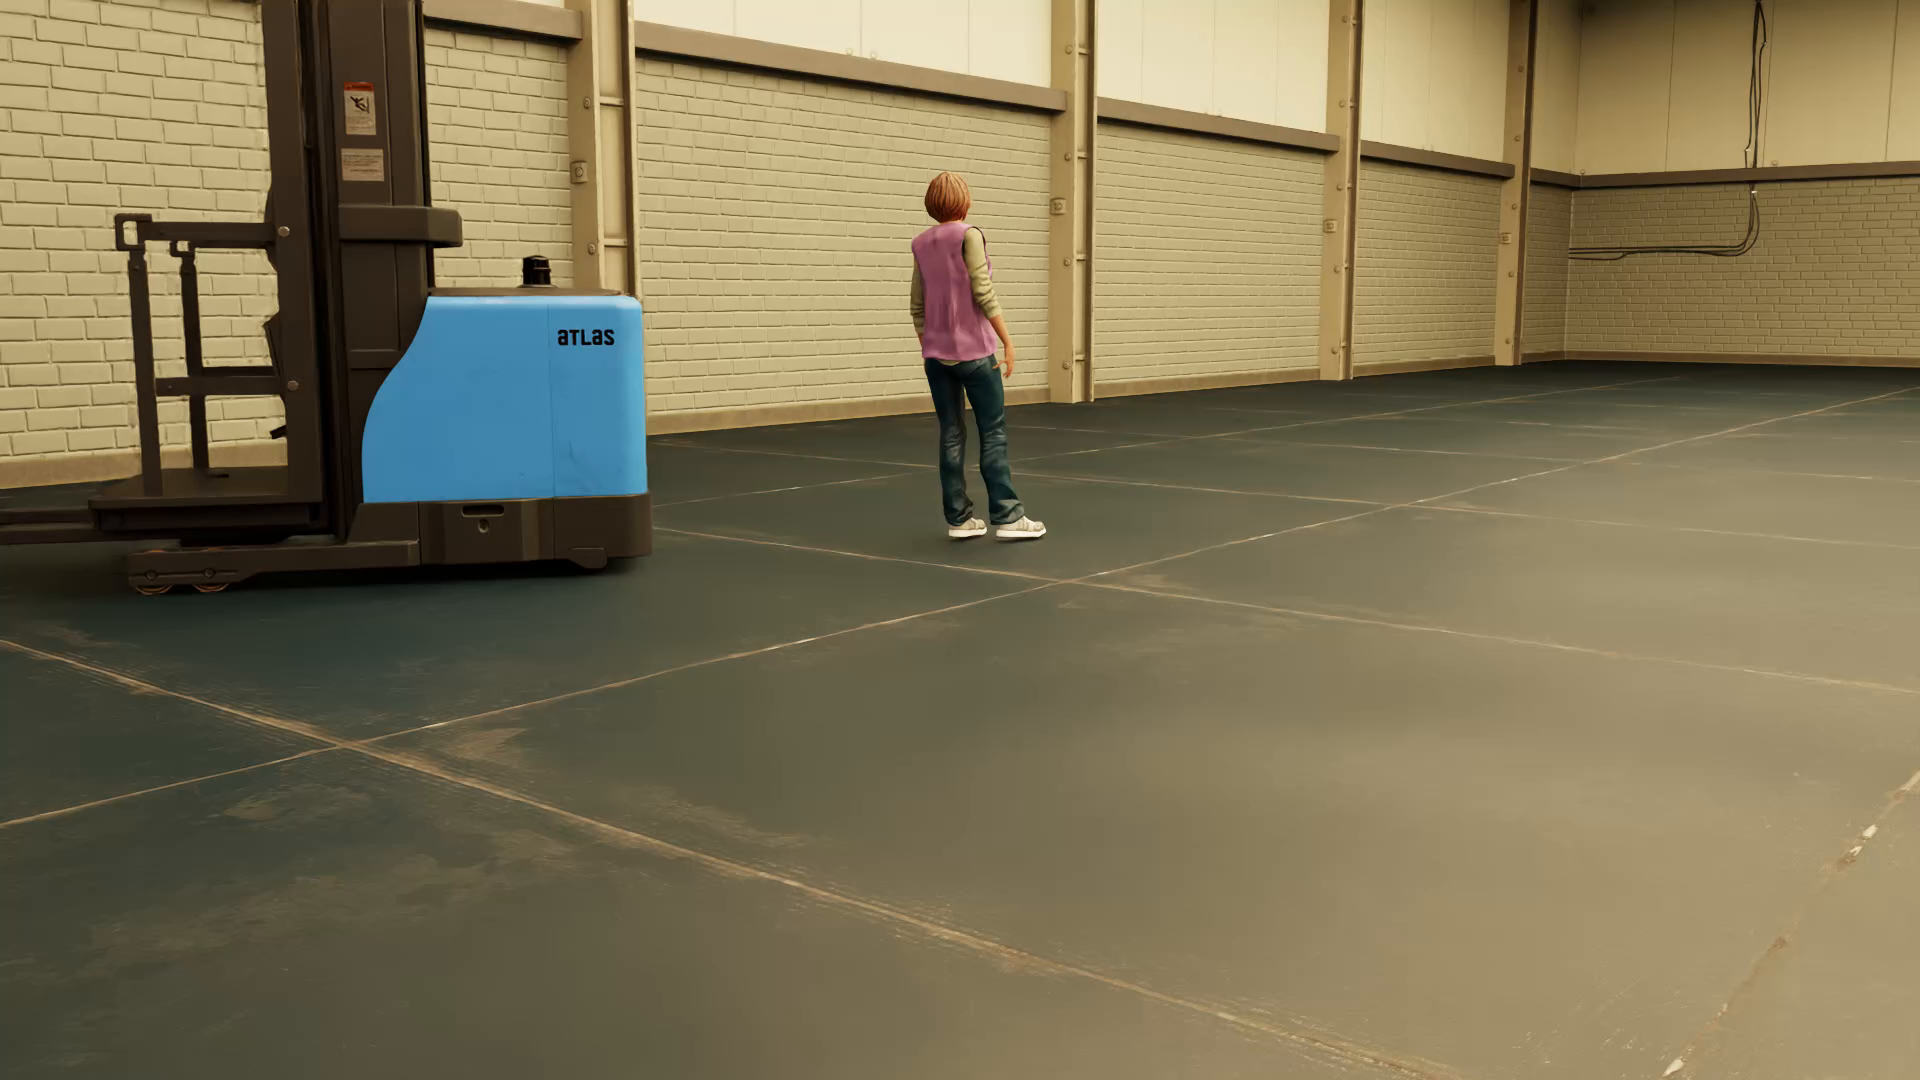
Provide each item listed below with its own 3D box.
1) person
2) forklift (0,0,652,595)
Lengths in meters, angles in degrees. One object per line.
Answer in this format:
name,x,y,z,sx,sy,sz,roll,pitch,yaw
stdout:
person,0.058,-0.805,7.337,0.520,1.599,0.473,7,11,38
forklift,-2.793,-1.334,6.402,3.031,2.935,1.130,-2,9,-15
